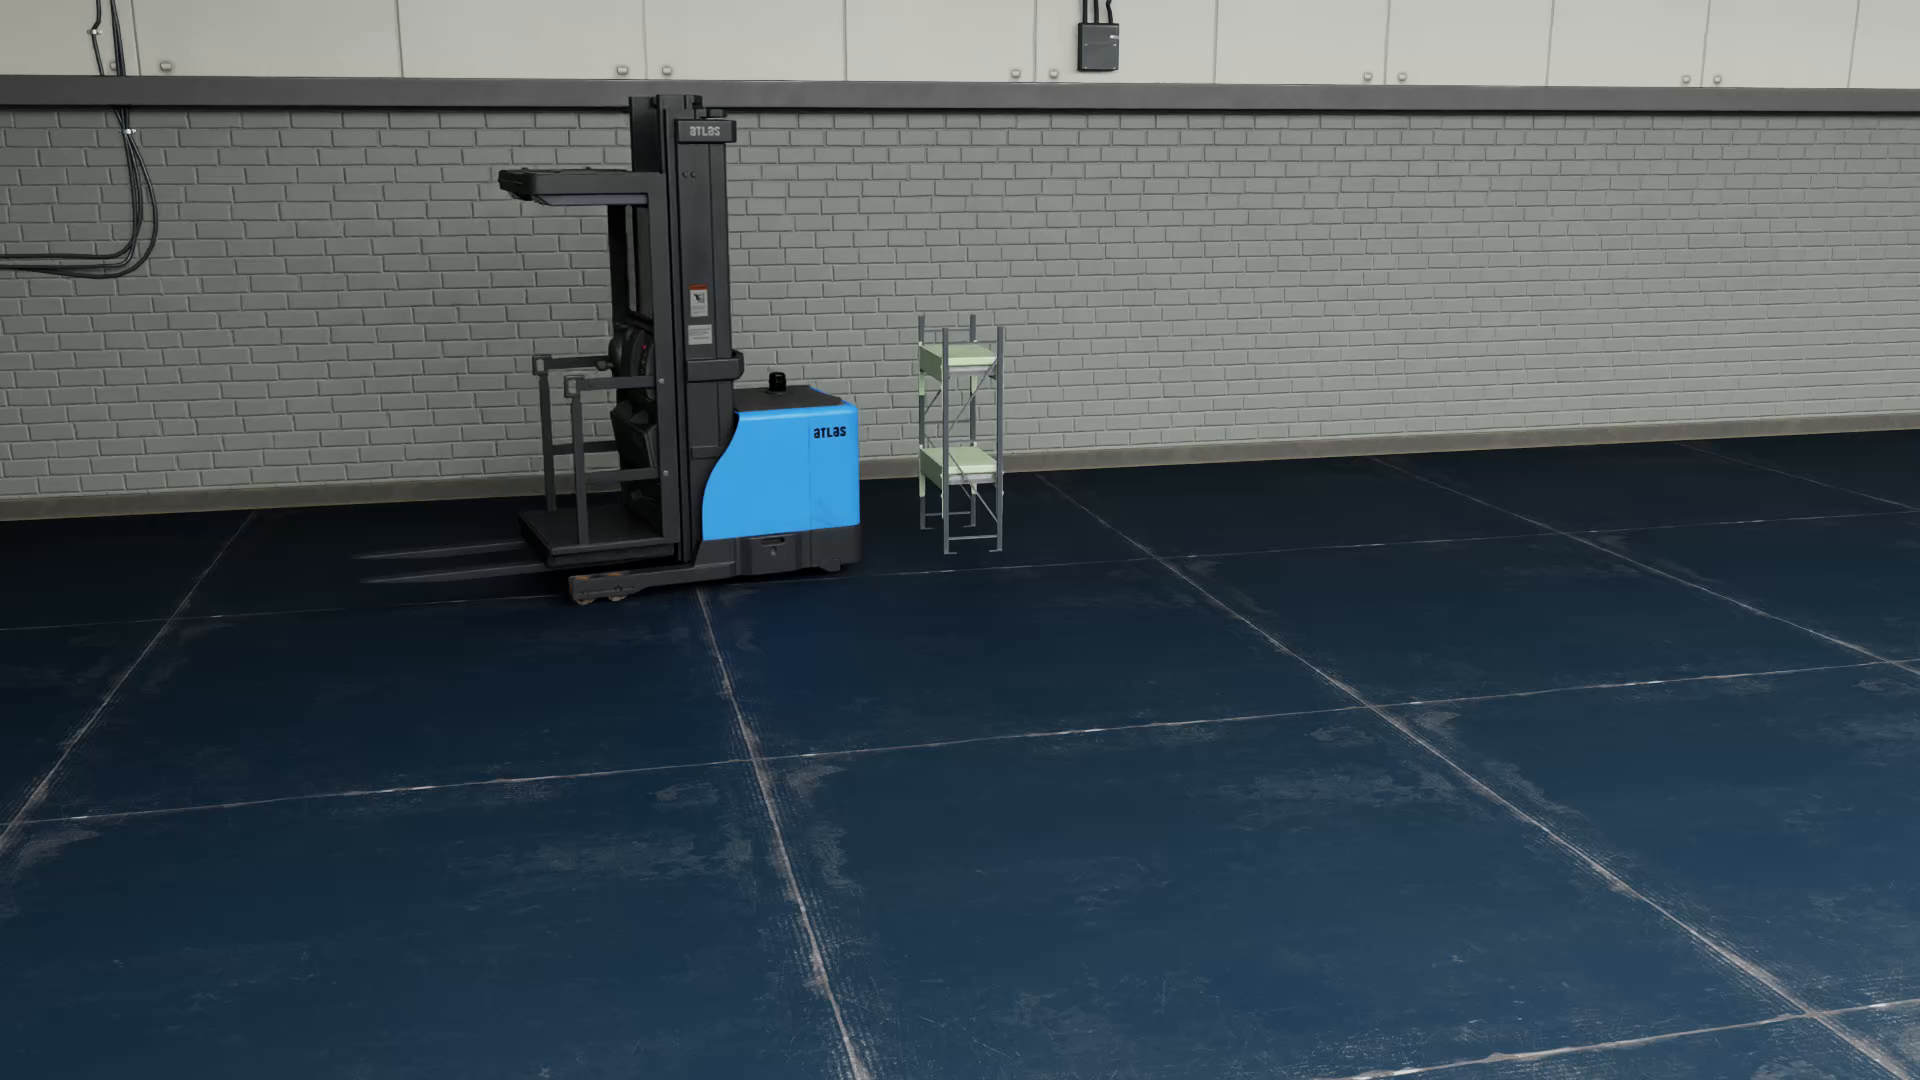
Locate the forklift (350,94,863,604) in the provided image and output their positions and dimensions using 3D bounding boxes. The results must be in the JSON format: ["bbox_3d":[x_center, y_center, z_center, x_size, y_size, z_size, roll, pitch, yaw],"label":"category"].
[{"bbox_3d":[-2.183,-1.184,10.098,3.031,2.935,1.130,-6,15,-23],"label":"forklift"}]

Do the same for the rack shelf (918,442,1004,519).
[{"bbox_3d":[-0.002,-0.413,11.333,0.431,0.370,0.720,-3,14,-13],"label":"rack shelf"}]

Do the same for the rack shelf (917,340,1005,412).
[{"bbox_3d":[-0.002,-1.109,11.163,0.431,0.370,0.720,-3,14,-13],"label":"rack shelf"}]

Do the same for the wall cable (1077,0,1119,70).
[{"bbox_3d":[2.061,-6.663,12.571,2.305,6.003,0.169,-3,14,-13],"label":"wall cable"}]

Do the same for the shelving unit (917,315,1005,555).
[{"bbox_3d":[-0.002,-0.730,11.255,0.431,1.500,0.755,-3,14,-13],"label":"shelving unit"}]

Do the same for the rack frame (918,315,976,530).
[{"bbox_3d":[-0.088,-0.815,11.601,0.400,1.500,0.023,-3,14,-13],"label":"rack frame"}]

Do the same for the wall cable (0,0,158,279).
[{"bbox_3d":[-7.171,-2.977,11.192,3.097,2.526,0.112,-3,14,-13],"label":"wall cable"}]

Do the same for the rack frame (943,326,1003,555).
[{"bbox_3d":[0.084,-0.646,10.910,0.400,1.500,0.023,-3,14,-13],"label":"rack frame"}]
